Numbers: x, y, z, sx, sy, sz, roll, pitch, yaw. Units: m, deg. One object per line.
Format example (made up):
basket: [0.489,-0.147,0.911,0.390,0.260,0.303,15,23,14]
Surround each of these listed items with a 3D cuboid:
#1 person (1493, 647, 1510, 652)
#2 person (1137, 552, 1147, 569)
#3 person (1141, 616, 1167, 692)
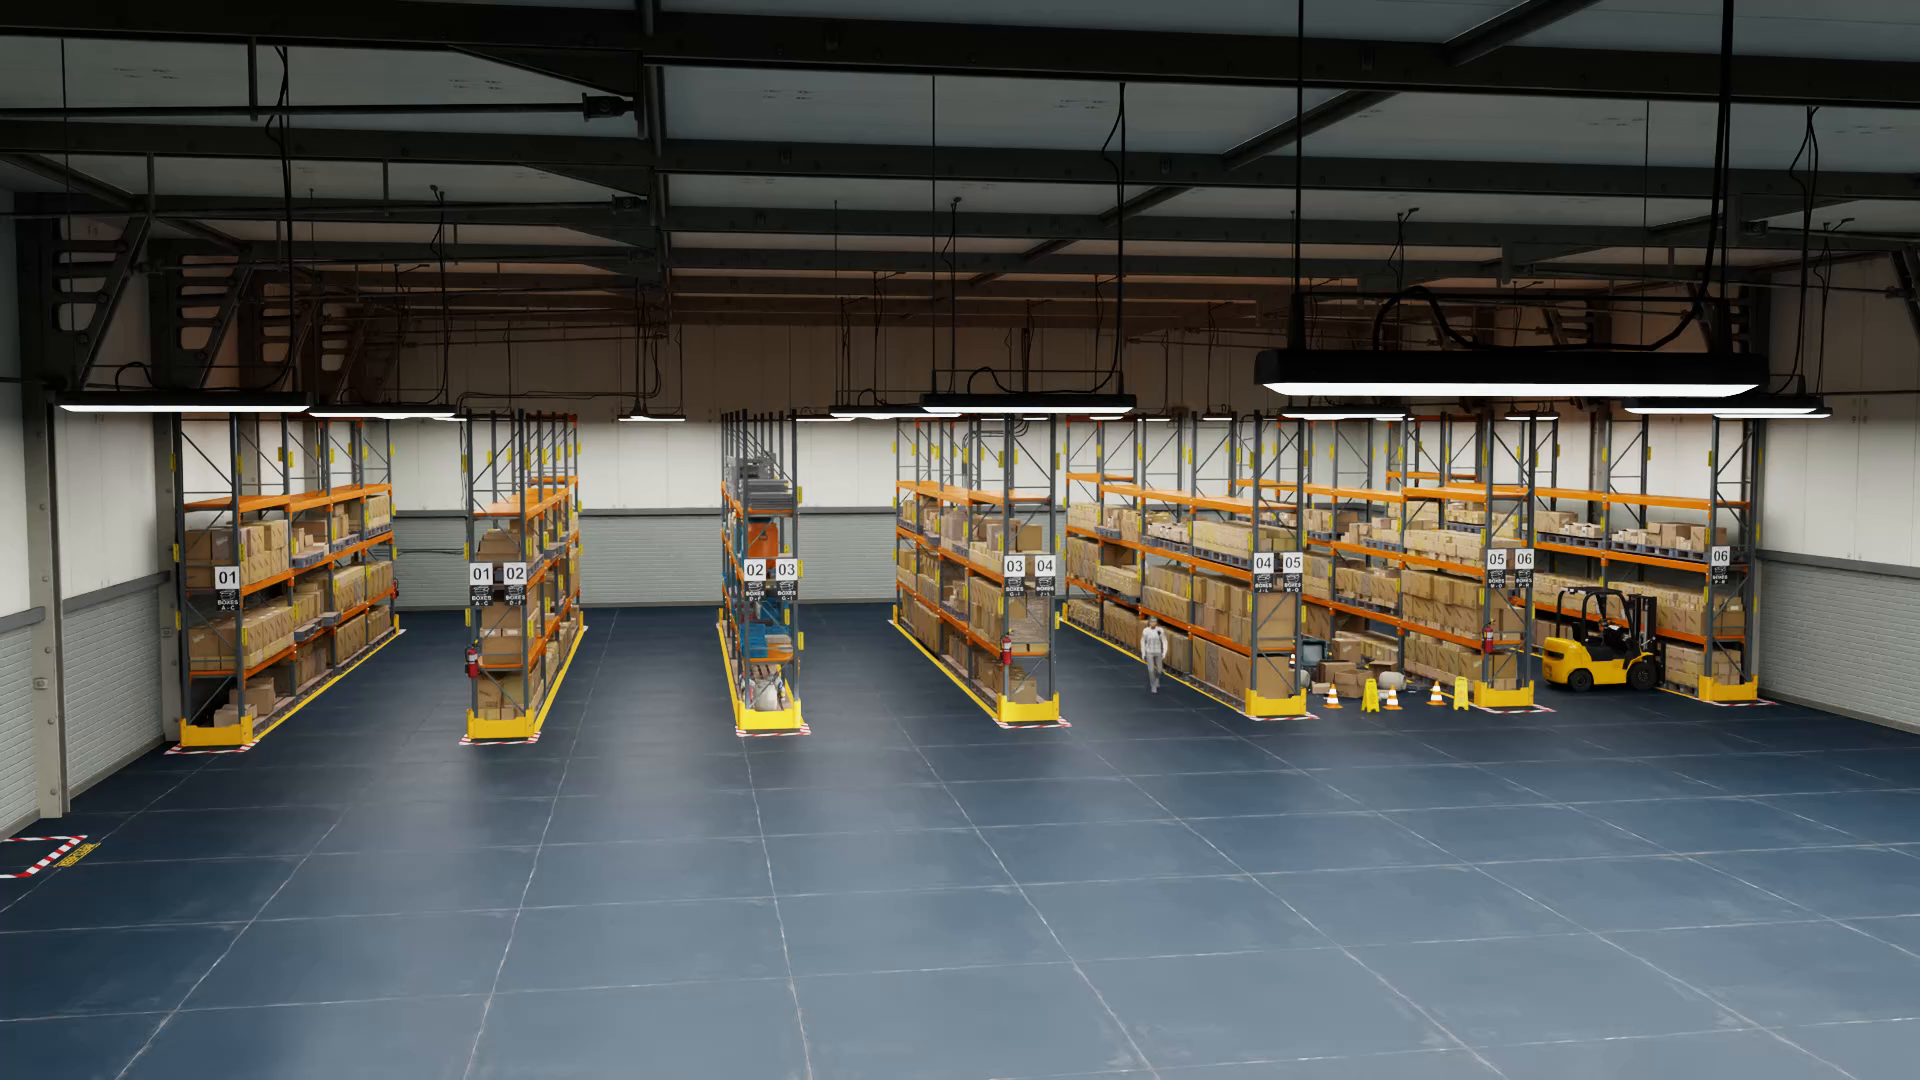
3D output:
person: [12.359,2.245,37.977,0.644,1.673,0.787,-1,4,-9]
person: [5.479,1.269,51.180,0.499,1.808,0.584,-3,5,-33]
person: [4.162,2.418,35.660,0.550,1.654,0.570,0,4,4]
